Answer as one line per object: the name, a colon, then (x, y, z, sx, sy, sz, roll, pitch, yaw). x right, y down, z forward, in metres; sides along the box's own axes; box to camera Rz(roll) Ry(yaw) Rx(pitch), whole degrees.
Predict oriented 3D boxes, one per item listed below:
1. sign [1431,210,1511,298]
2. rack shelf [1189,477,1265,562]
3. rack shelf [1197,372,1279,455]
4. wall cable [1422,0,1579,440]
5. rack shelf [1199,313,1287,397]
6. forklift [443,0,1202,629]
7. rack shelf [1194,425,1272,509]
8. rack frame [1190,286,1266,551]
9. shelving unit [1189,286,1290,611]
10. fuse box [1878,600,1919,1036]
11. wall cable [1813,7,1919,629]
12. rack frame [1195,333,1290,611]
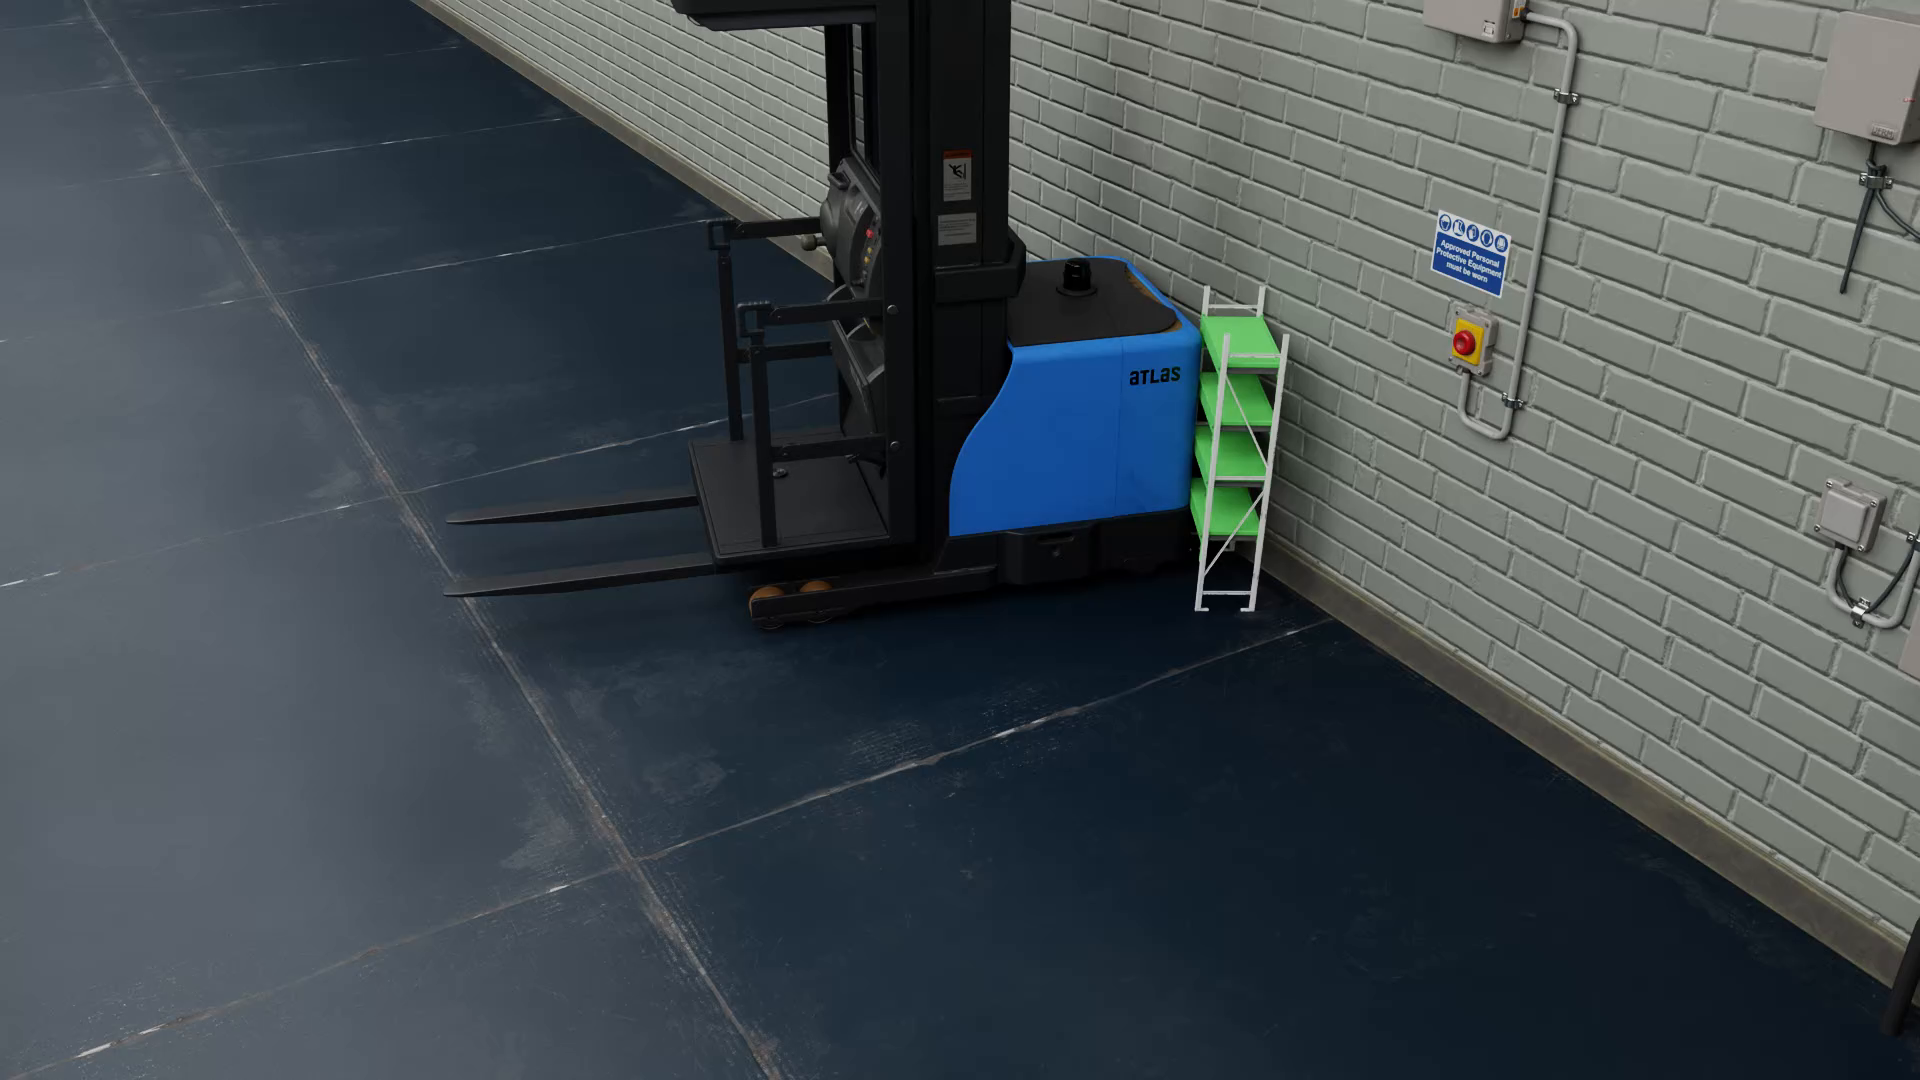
sign: (1.723, -0.969, 5.621, 0.001, 0.218, 0.327, -16, 33, -26)
rack shelf: (1.072, -0.093, 6.797, 0.258, 0.148, 0.480, 0, 30, -2)
rack shelf: (1.082, -0.511, 6.560, 0.258, 0.148, 0.480, 0, 30, -2)
wall cable: (1.694, -1.274, 5.370, 0.123, 1.953, 0.585, -16, 33, -26)
rack shelf: (1.087, -0.719, 6.441, 0.258, 0.148, 0.480, 0, 30, -2)
forklift: (-0.604, -1.210, 6.409, 3.031, 2.935, 1.130, -7, 30, -12)
rack shelf: (1.077, -0.302, 6.678, 0.258, 0.148, 0.480, 0, 30, -2)
rack frame: (1.073, -0.478, 6.859, 0.240, 1.200, 0.015, 0, 30, -2)
shelving unit: (1.078, -0.357, 6.647, 0.258, 1.200, 0.503, 0, 30, -2)
fuse box: (2.633, 0.660, 4.284, 0.414, 1.711, 0.539, -16, 33, -26)
wall cable: (2.423, -0.672, 4.312, 0.122, 1.984, 0.588, -16, 33, -26)
rack frame: (1.084, -0.237, 6.435, 0.240, 1.200, 0.015, 0, 30, -2)
